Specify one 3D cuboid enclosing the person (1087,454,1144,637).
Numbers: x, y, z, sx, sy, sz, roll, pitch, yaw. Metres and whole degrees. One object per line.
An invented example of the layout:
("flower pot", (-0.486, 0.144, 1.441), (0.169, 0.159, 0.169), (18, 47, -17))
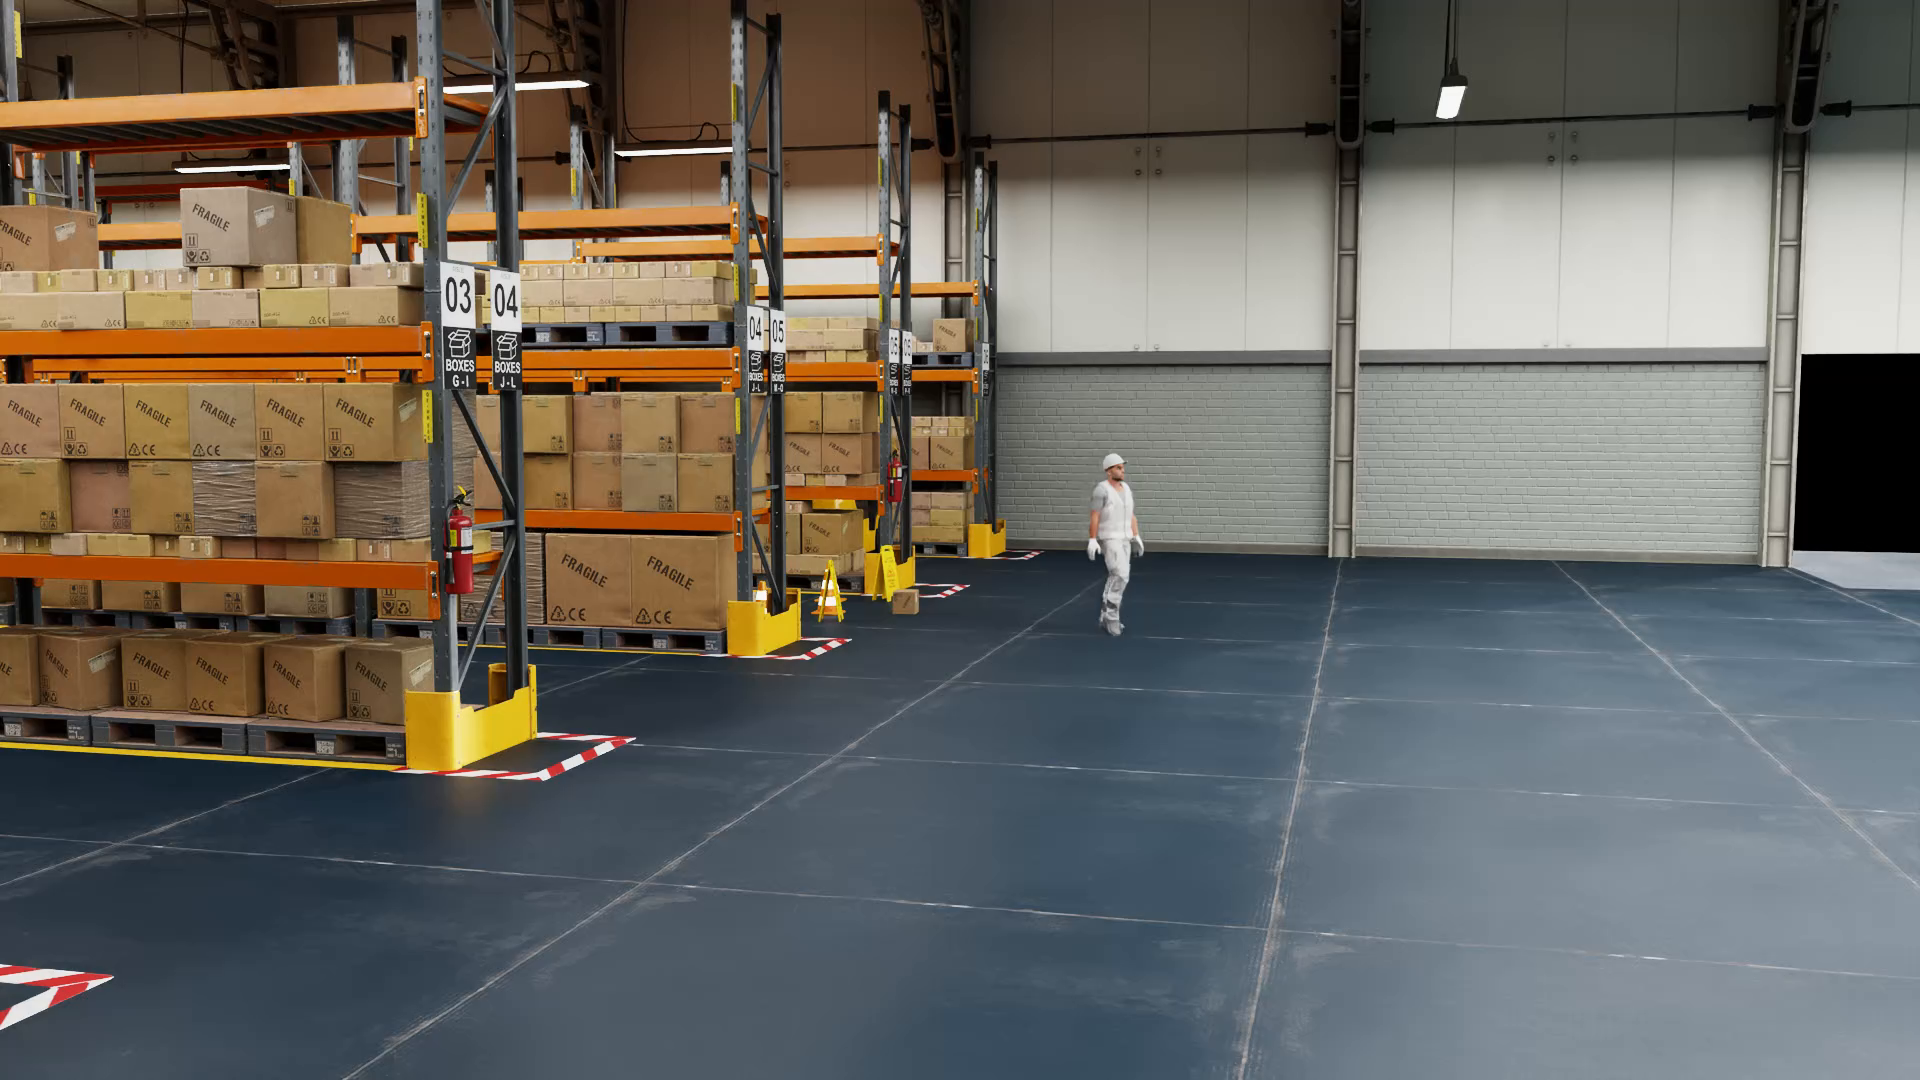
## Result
("person", (1.581, 0.048, 16.707), (0.586, 1.827, 0.504), (-5, 7, -44))
